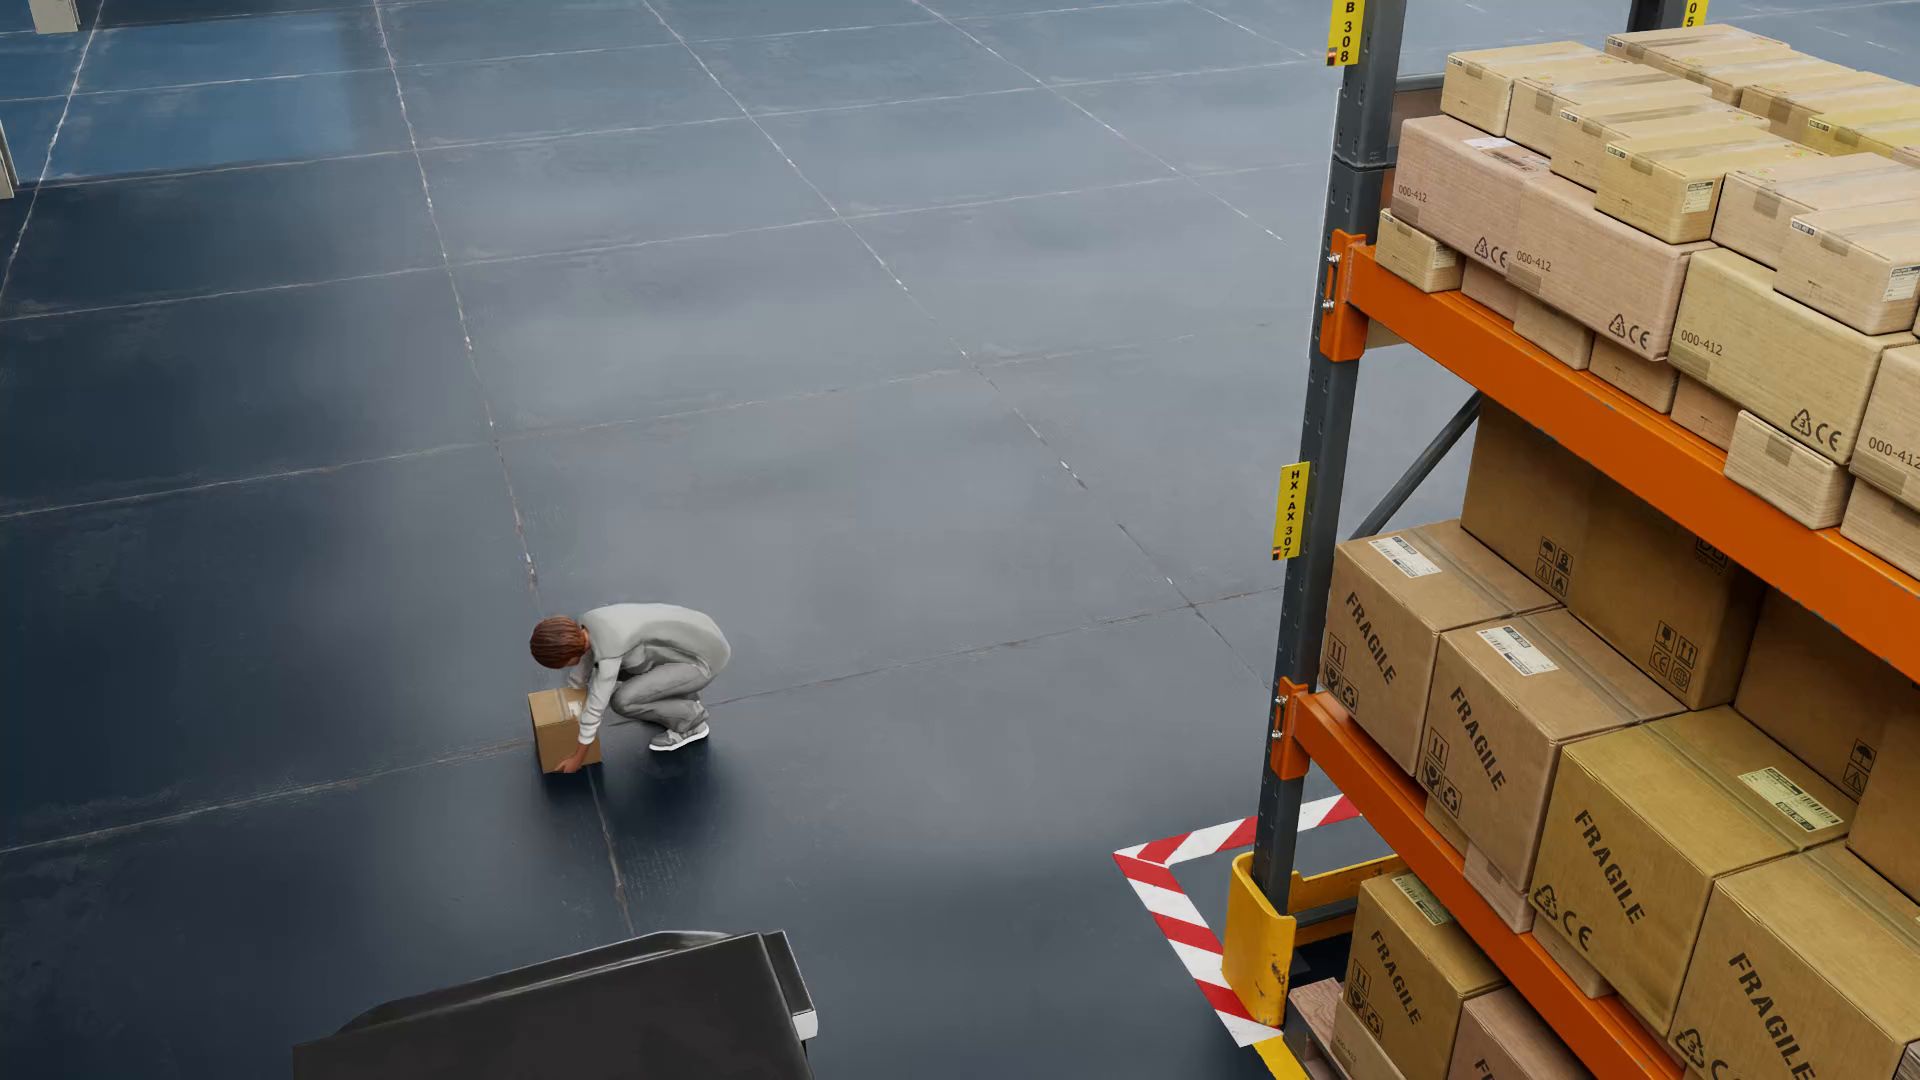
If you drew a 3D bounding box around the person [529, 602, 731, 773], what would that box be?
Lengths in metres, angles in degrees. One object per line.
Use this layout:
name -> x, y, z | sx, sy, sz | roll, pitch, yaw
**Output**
person -> -1.387, 0.589, 7.108 | 0.830, 0.735, 0.435 | -11, 32, -18
